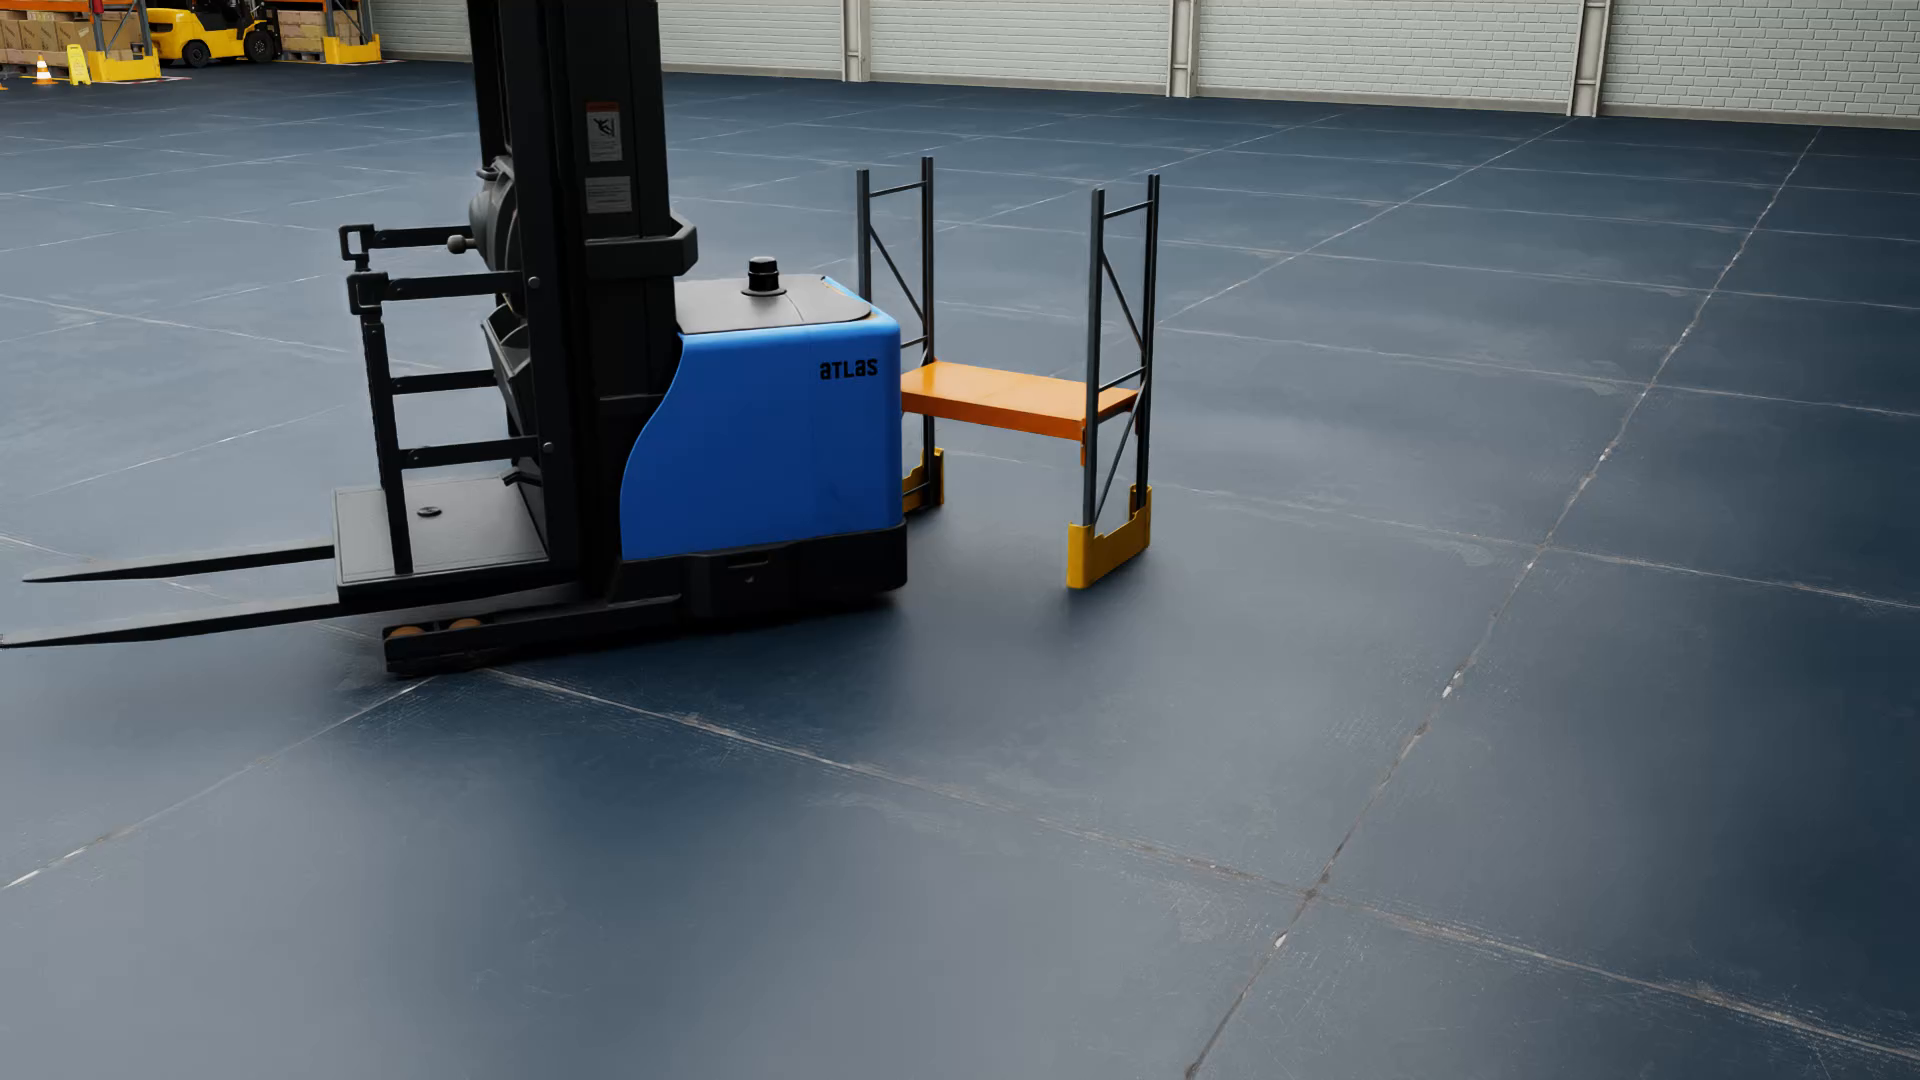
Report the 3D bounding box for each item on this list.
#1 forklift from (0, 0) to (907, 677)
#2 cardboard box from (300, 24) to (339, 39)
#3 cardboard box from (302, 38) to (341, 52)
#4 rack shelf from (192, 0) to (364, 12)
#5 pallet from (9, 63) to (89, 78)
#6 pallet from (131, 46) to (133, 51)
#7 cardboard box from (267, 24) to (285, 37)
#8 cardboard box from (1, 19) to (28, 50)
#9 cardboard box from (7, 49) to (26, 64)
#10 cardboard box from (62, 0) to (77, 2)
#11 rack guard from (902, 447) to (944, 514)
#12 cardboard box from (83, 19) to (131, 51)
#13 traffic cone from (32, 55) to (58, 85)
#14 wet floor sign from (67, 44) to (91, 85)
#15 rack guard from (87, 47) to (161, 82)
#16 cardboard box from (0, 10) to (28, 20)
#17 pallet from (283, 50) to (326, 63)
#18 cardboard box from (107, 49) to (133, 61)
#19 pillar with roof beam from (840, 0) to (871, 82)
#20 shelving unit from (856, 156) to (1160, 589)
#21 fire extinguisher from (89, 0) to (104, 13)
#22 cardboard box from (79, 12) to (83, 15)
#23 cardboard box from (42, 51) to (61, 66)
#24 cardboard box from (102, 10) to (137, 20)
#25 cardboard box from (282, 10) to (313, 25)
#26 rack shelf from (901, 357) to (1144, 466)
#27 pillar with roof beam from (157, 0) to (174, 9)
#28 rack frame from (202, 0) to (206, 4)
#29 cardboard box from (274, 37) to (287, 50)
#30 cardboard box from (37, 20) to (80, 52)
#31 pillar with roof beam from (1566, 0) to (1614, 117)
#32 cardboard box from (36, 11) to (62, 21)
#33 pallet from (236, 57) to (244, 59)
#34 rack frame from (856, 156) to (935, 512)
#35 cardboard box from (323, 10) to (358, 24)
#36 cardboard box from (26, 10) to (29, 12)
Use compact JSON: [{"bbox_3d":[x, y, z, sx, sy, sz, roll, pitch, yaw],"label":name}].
[{"bbox_3d":[-1.769,-1.121,5.656,3.031,2.935,1.130,-7,21,-19],"label":"forklift"},{"bbox_3d":[-12.669,-10.070,32.910,0.500,0.250,0.500,10,22,27],"label":"cardboard box"},{"bbox_3d":[-12.656,-9.831,32.984,0.500,0.250,0.500,11,23,28],"label":"cardboard box"},{"bbox_3d":[-13.838,-10.936,33.671,4.000,0.370,1.077,11,23,27],"label":"rack shelf"},{"bbox_3d":[-16.329,-8.514,30.028,1.213,0.211,1.003,11,23,27],"label":"pallet"},{"bbox_3d":[-18.376,-10.813,36.365,1.213,0.211,1.003,11,23,27],"label":"pallet"},{"bbox_3d":[-13.563,-10.236,33.368,0.500,0.250,0.500,10,22,26],"label":"cardboard box"},{"bbox_3d":[-16.693,-9.035,29.692,0.500,0.500,0.500,12,23,30],"label":"cardboard box"},{"bbox_3d":[-16.682,-8.682,29.818,0.500,0.250,0.500,10,22,27],"label":"cardboard box"},{"bbox_3d":[-15.216,-9.353,28.619,0.250,0.149,0.380,10,22,27],"label":"cardboard box"},{"bbox_3d":[-0.253,-0.200,7.049,0.087,0.250,0.587,12,23,30],"label":"rack guard"},{"bbox_3d":[-15.100,-8.941,29.432,0.500,0.500,0.500,10,22,26],"label":"cardboard box"},{"bbox_3d":[-15.514,-7.959,28.127,0.334,0.463,0.336,11,23,27],"label":"traffic cone"},{"bbox_3d":[-14.865,-8.007,27.992,0.267,0.644,0.232,-16,26,-38],"label":"wet floor sign"},{"bbox_3d":[-14.576,-8.301,29.017,0.348,0.500,1.175,11,23,27],"label":"rack guard"},{"bbox_3d":[-16.852,-9.345,29.594,0.250,0.149,0.380,12,23,30],"label":"cardboard box"},{"bbox_3d":[-12.780,-9.746,33.423,1.213,0.211,1.003,11,23,27],"label":"pallet"},{"bbox_3d":[-15.079,-8.585,29.550,0.500,0.250,0.500,11,22,27],"label":"cardboard box"},{"bbox_3d":[-3.884,-10.869,23.632,0.400,9.000,9.100,11,23,27],"label":"pillar with roof beam"},{"bbox_3d":[0.170,-0.698,6.589,1.083,1.500,0.587,12,23,30],"label":"shelving unit"},{"bbox_3d":[-14.634,-9.271,28.138,0.183,0.674,0.296,11,23,27],"label":"fire extinguisher"},{"bbox_3d":[-19.379,-11.779,37.038,0.250,0.149,0.380,12,23,30],"label":"cardboard box"},{"bbox_3d":[-15.795,-8.511,29.347,0.500,0.250,0.500,11,23,27],"label":"cardboard box"},{"bbox_3d":[-17.964,-11.139,36.042,0.625,0.625,0.875,12,23,29],"label":"cardboard box"},{"bbox_3d":[-13.095,-10.384,33.042,0.500,0.250,0.500,11,23,28],"label":"cardboard box"},{"bbox_3d":[0.178,-0.527,6.646,1.000,0.185,0.538,12,23,30],"label":"rack shelf"},{"bbox_3d":[-19.598,-13.862,31.885,0.400,9.000,9.100,11,23,27],"label":"pillar with roof beam"},{"bbox_3d":[-15.584,-11.607,34.465,0.127,3.000,1.000,11,23,27],"label":"rack frame"},{"bbox_3d":[-13.518,-10.002,33.457,0.500,0.250,0.500,11,23,28],"label":"cardboard box"},{"bbox_3d":[-15.793,-8.862,29.215,0.500,0.500,0.500,12,23,29],"label":"cardboard box"},{"bbox_3d":[6.593,-8.873,18.131,0.400,9.000,9.100,11,23,27],"label":"pillar with roof beam"},{"bbox_3d":[-15.907,-9.165,29.099,0.250,0.149,0.380,11,23,28],"label":"cardboard box"},{"bbox_3d":[-14.910,-10.152,34.541,1.213,0.211,1.003,11,23,27],"label":"pallet"},{"bbox_3d":[-0.254,-0.788,6.837,0.032,1.500,0.500,12,23,30],"label":"rack frame"},{"bbox_3d":[-12.419,-10.453,33.233,0.500,0.250,0.500,10,22,26],"label":"cardboard box"},{"bbox_3d":[-20.775,-11.835,37.192,0.250,0.149,0.380,10,22,25],"label":"cardboard box"}]
